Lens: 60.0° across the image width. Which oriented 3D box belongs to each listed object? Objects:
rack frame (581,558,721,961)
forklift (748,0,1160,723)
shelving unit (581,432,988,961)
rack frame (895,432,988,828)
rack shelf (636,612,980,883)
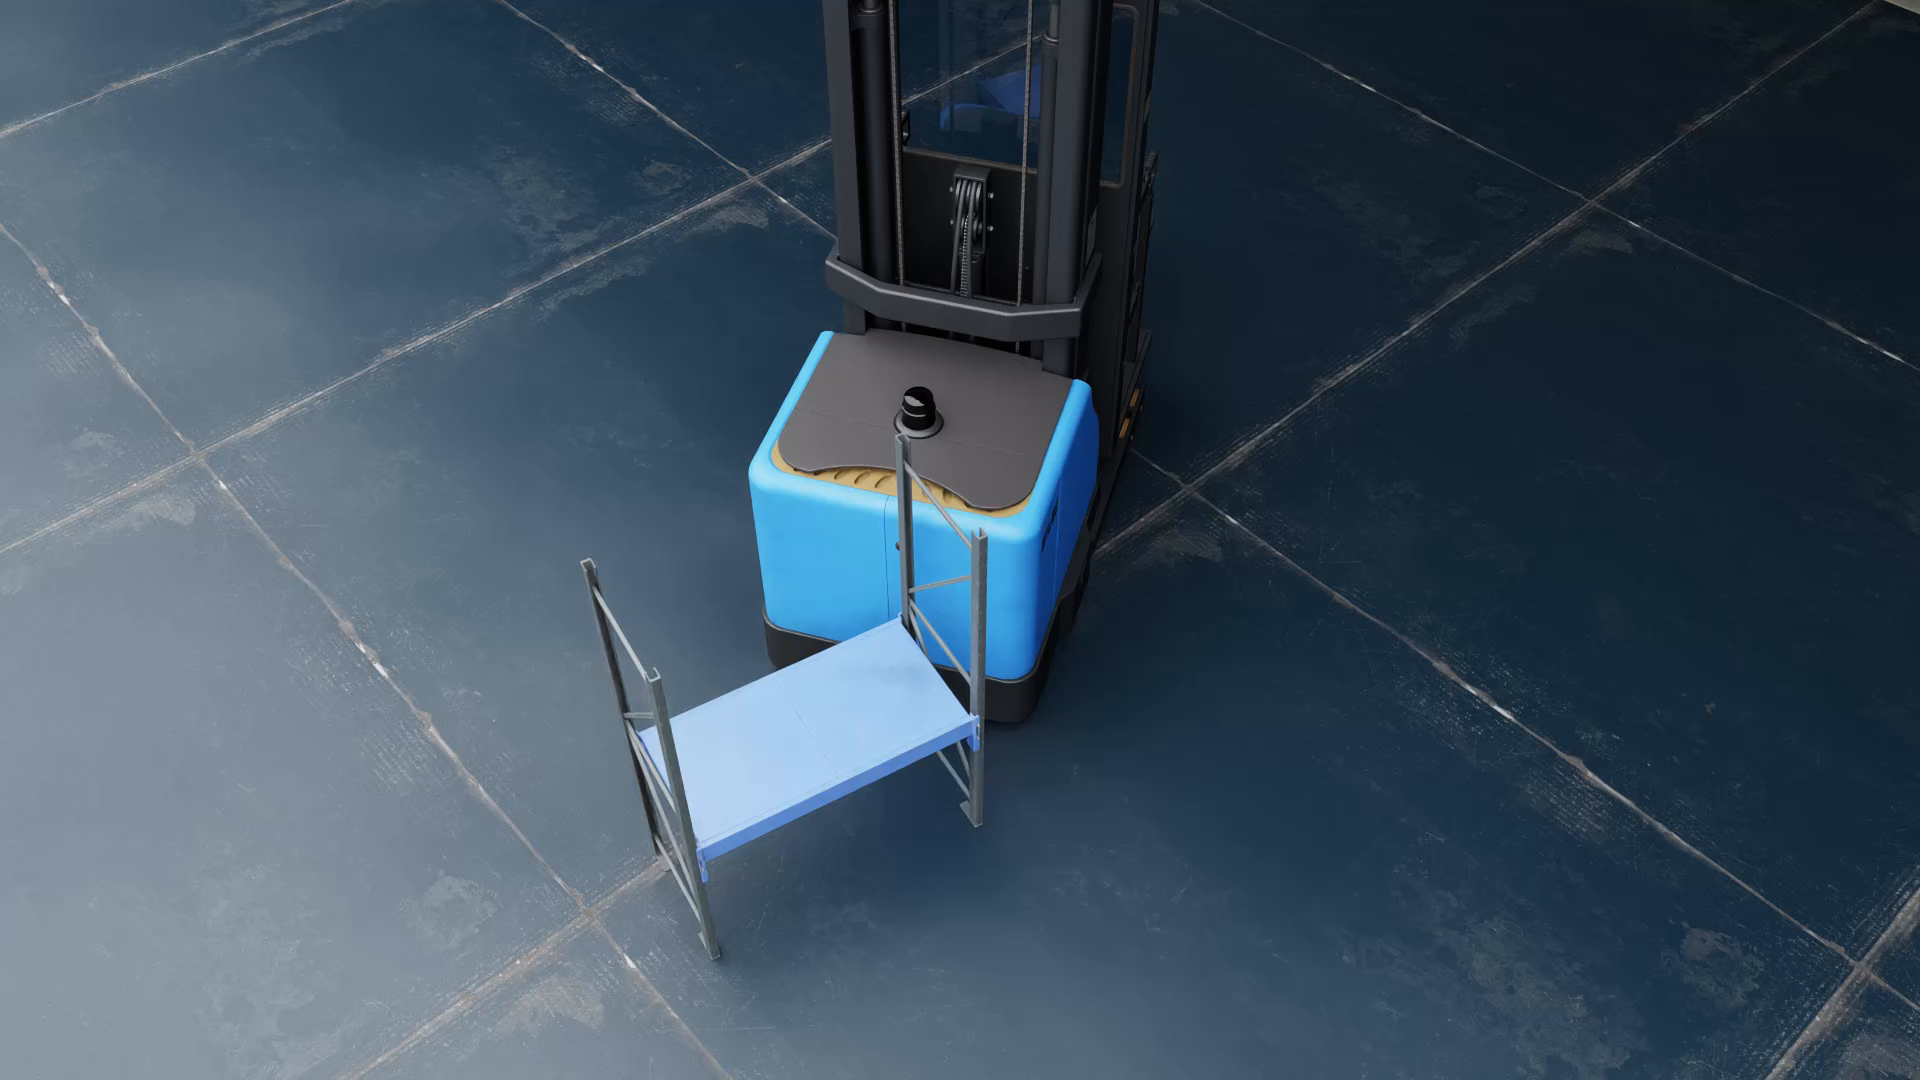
[{"bbox_3d":[-0.935,0.723,5.116,0.032,1.500,0.500,-23,51,-20],"label":"rack frame"},{"bbox_3d":[0.176,-1.432,6.131,1.130,2.935,3.031,12,48,11],"label":"forklift"},{"bbox_3d":[-0.497,0.533,5.291,1.048,1.500,0.538,-23,51,-20],"label":"shelving unit"},{"bbox_3d":[-0.059,0.344,5.465,0.032,1.500,0.500,-23,51,-20],"label":"rack frame"},{"bbox_3d":[-0.497,0.655,5.423,1.000,0.185,0.538,-23,51,-20],"label":"rack shelf"}]
